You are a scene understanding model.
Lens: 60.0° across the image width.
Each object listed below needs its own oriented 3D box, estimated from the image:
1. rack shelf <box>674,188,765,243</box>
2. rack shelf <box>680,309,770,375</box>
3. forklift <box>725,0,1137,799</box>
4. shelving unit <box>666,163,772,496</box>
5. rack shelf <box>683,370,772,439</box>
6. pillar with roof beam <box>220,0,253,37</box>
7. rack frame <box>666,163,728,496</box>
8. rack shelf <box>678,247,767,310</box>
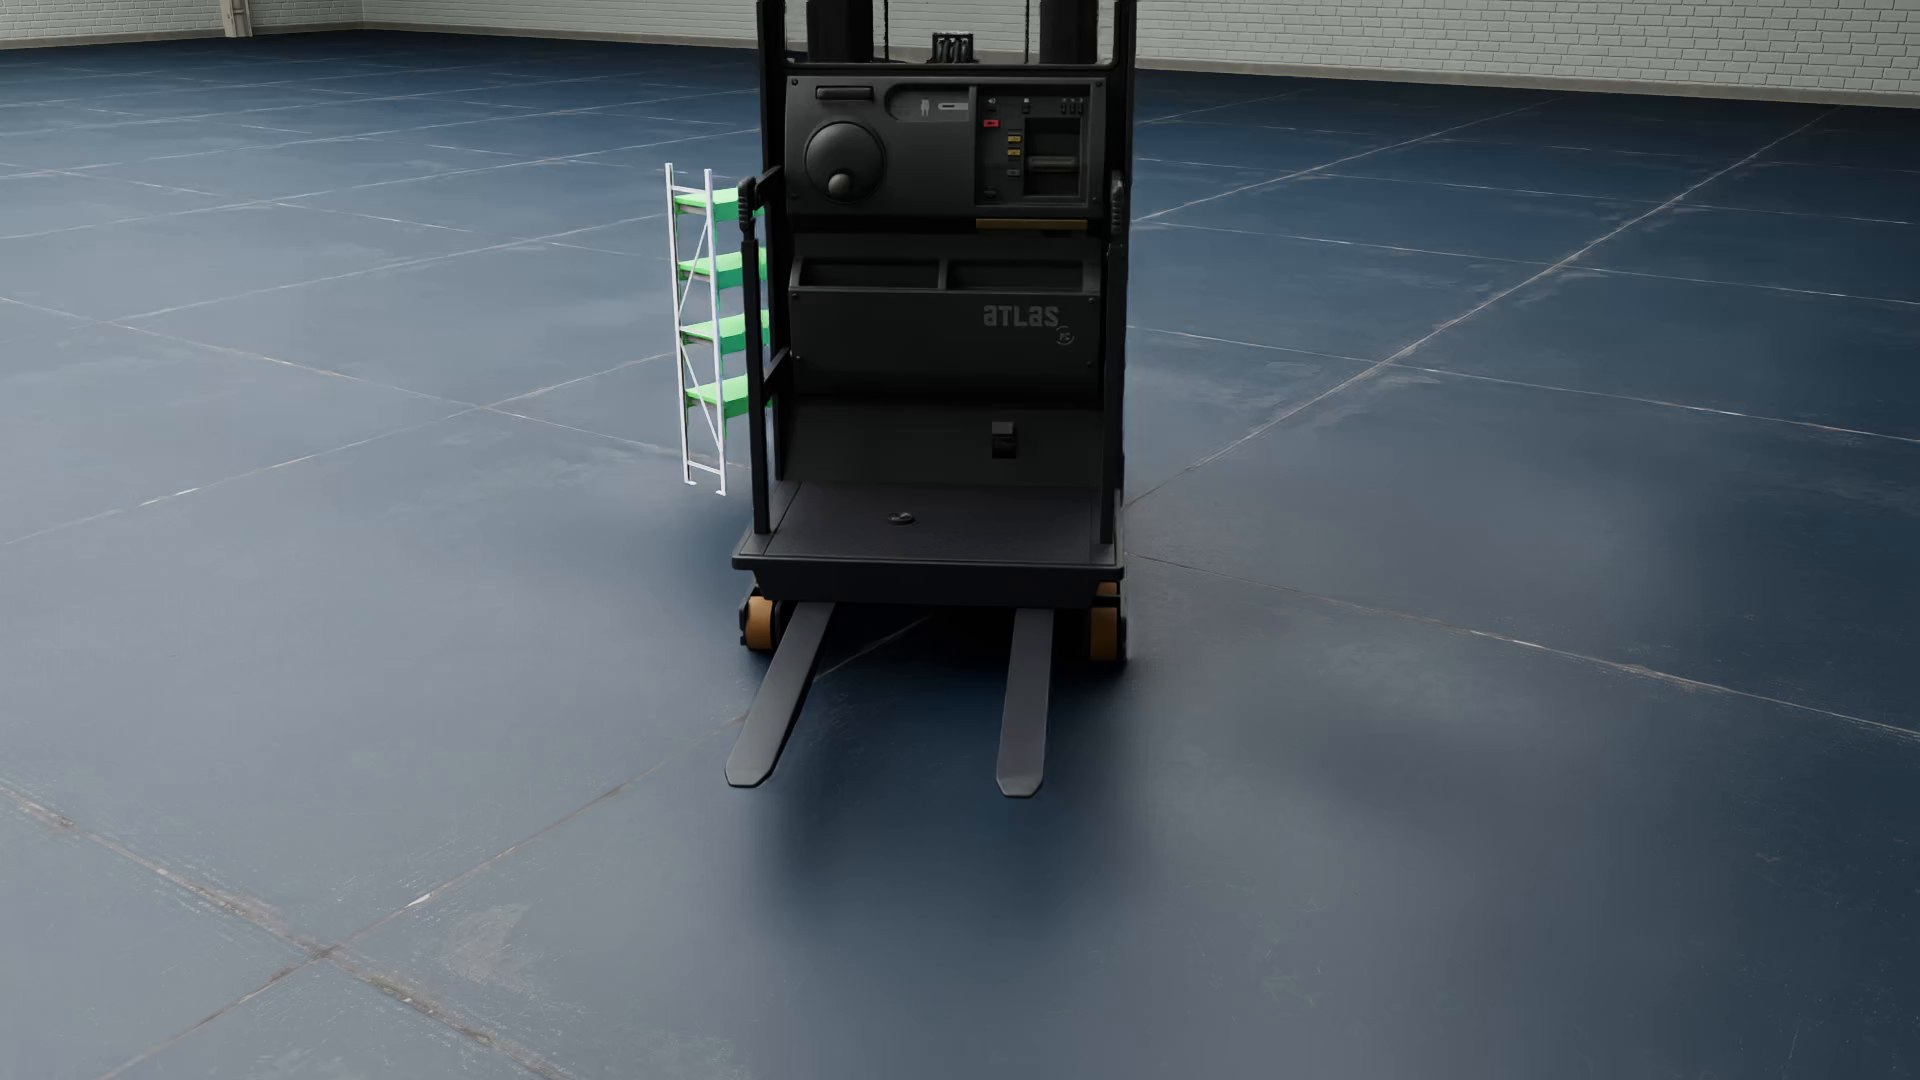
[{"bbox_3d":[-0.795,-1.209,6.105,0.258,0.148,0.480,18,27,39],"label":"rack shelf"},{"bbox_3d":[-0.795,-0.759,6.271,0.258,0.148,0.480,18,27,39],"label":"rack shelf"},{"bbox_3d":[-0.058,-1.140,4.623,1.130,2.935,3.031,2,20,4],"label":"forklift"},{"bbox_3d":[-0.795,-0.819,6.249,0.258,1.200,0.503,18,27,39],"label":"shelving unit"},{"bbox_3d":[-0.795,-0.534,6.354,0.258,0.148,0.480,18,27,39],"label":"rack shelf"},{"bbox_3d":[-10.234,-13.013,27.974,9.100,9.000,0.400,13,24,32],"label":"pillar with roof beam"},{"bbox_3d":[-0.960,-0.756,6.080,0.240,1.200,0.015,18,27,39],"label":"rack frame"},{"bbox_3d":[-0.795,-0.984,6.188,0.258,0.148,0.480,18,27,39],"label":"rack shelf"}]
